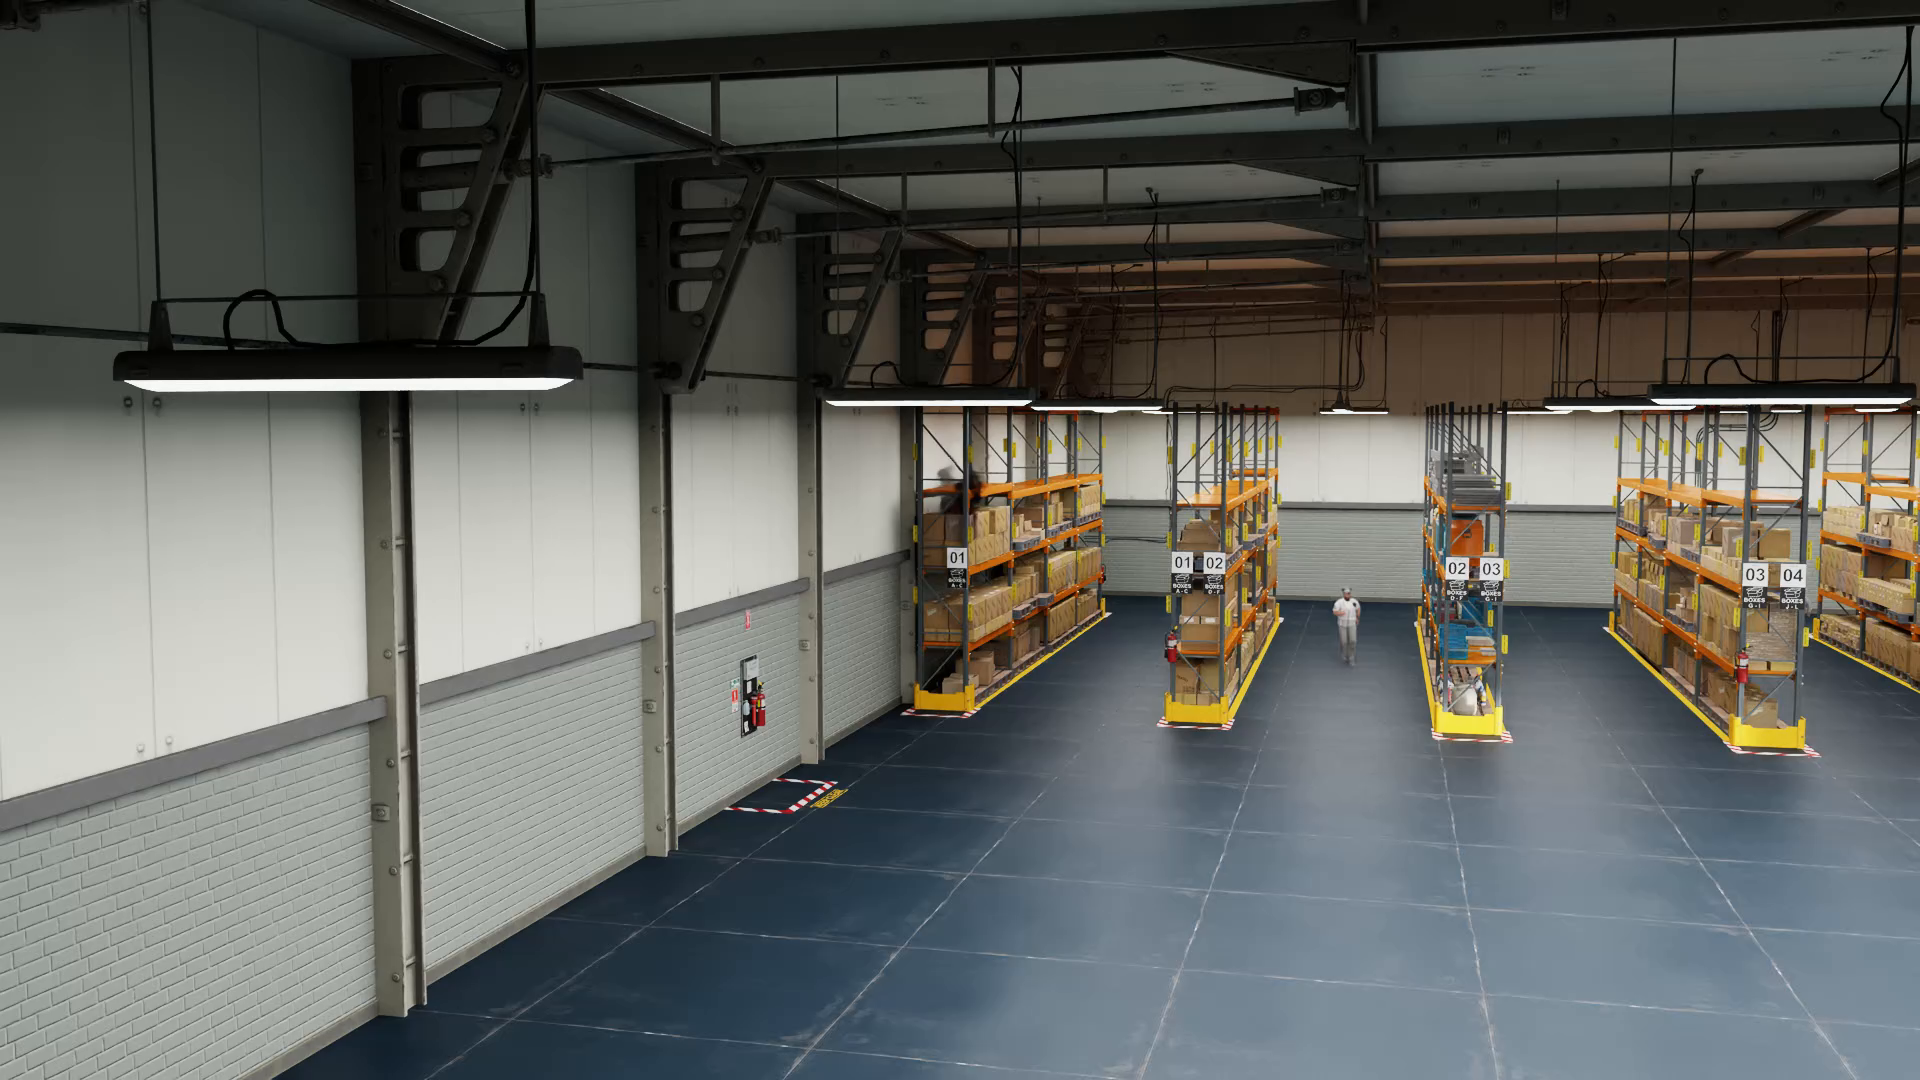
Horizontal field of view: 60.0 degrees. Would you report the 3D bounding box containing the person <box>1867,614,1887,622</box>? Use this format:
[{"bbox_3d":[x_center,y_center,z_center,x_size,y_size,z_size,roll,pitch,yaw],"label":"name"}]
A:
[{"bbox_3d":[23.995,1.693,43.454,0.675,1.666,0.622,-2,4,-20],"label":"person"}]

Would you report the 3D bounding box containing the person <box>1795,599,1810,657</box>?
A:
[{"bbox_3d":[20.175,1.959,40.089,0.587,1.655,0.811,1,4,18],"label":"person"}]

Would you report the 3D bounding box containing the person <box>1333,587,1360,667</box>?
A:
[{"bbox_3d":[8.963,2.002,38.532,0.643,1.852,0.802,1,4,7],"label":"person"}]
